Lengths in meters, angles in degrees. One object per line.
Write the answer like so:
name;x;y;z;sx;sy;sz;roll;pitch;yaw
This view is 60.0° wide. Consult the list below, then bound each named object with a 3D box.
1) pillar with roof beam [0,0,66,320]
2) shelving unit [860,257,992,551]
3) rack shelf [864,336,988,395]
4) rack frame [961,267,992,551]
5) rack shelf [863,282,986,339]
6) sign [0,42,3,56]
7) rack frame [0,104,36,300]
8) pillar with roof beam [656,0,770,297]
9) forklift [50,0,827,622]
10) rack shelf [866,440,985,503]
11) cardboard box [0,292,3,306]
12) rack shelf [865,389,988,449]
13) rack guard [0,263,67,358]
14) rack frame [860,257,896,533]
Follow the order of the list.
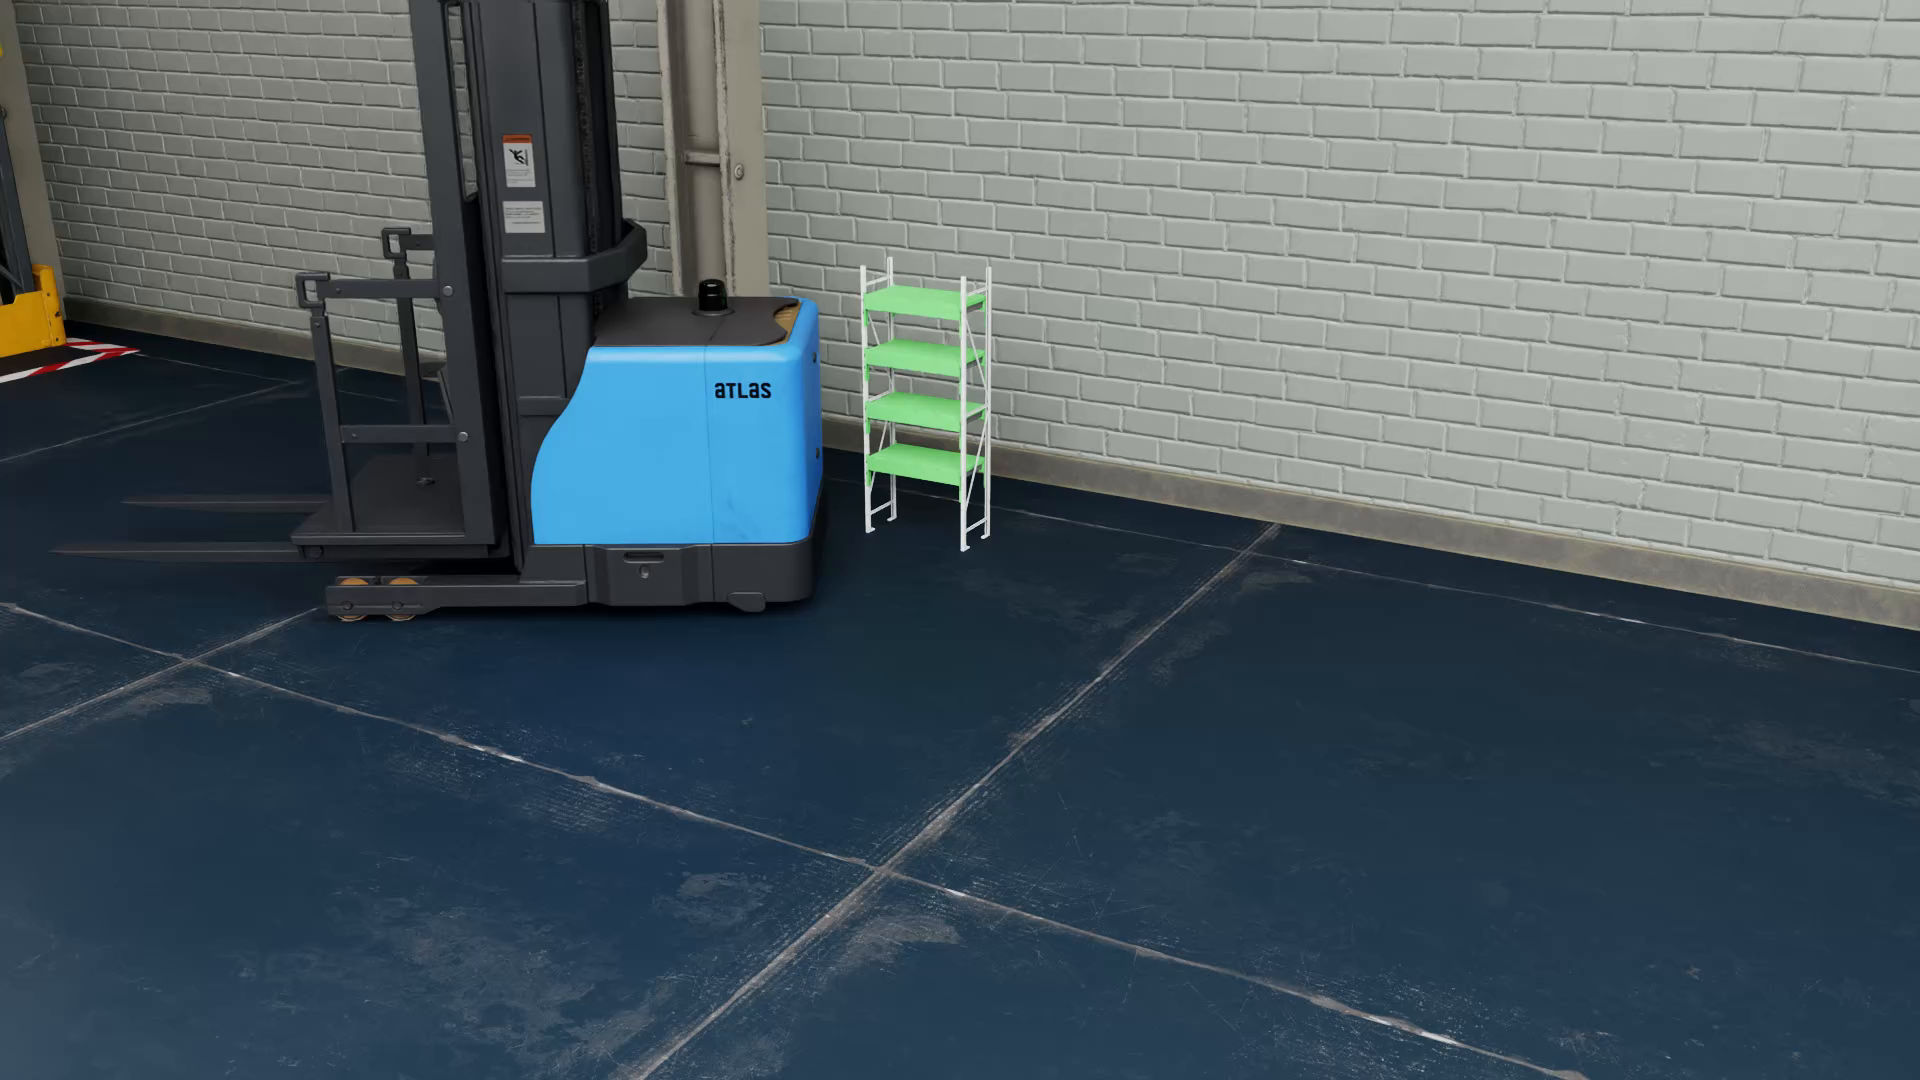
pillar with roof beam;-8.569;-4.488;6.540;0.400;9.000;9.100;11;23;27
shelving unit;-0.145;-0.592;7.236;0.503;1.200;0.258;11;23;27
rack shelf;-0.145;-0.757;7.176;0.480;0.148;0.258;11;23;27
rack frame;0.068;-0.551;7.124;0.015;1.200;0.240;11;23;27
rack shelf;-0.145;-0.983;7.094;0.480;0.148;0.258;11;23;27
sign;-6.025;-3.173;10.329;0.005;0.325;0.100;11;23;27
rack frame;-6.301;-2.565;10.037;0.127;3.000;1.000;11;23;27
pillar with roof beam;-3.331;-3.490;3.789;0.400;9.000;9.100;11;23;27
forklift;-2.098;-1.241;6.489;3.031;2.935;1.130;0;20;-1
rack shelf;-0.145;-0.306;7.340;0.480;0.148;0.258;11;23;27
cardboard box;-6.635;-1.610;10.820;0.500;0.250;0.500;11;23;28
rack shelf;-0.145;-0.531;7.258;0.480;0.148;0.258;11;23;27
rack guard;-6.280;-1.386;10.452;0.348;0.500;1.175;11;23;27
rack frame;-0.358;-0.632;7.348;0.015;1.200;0.240;11;23;27
